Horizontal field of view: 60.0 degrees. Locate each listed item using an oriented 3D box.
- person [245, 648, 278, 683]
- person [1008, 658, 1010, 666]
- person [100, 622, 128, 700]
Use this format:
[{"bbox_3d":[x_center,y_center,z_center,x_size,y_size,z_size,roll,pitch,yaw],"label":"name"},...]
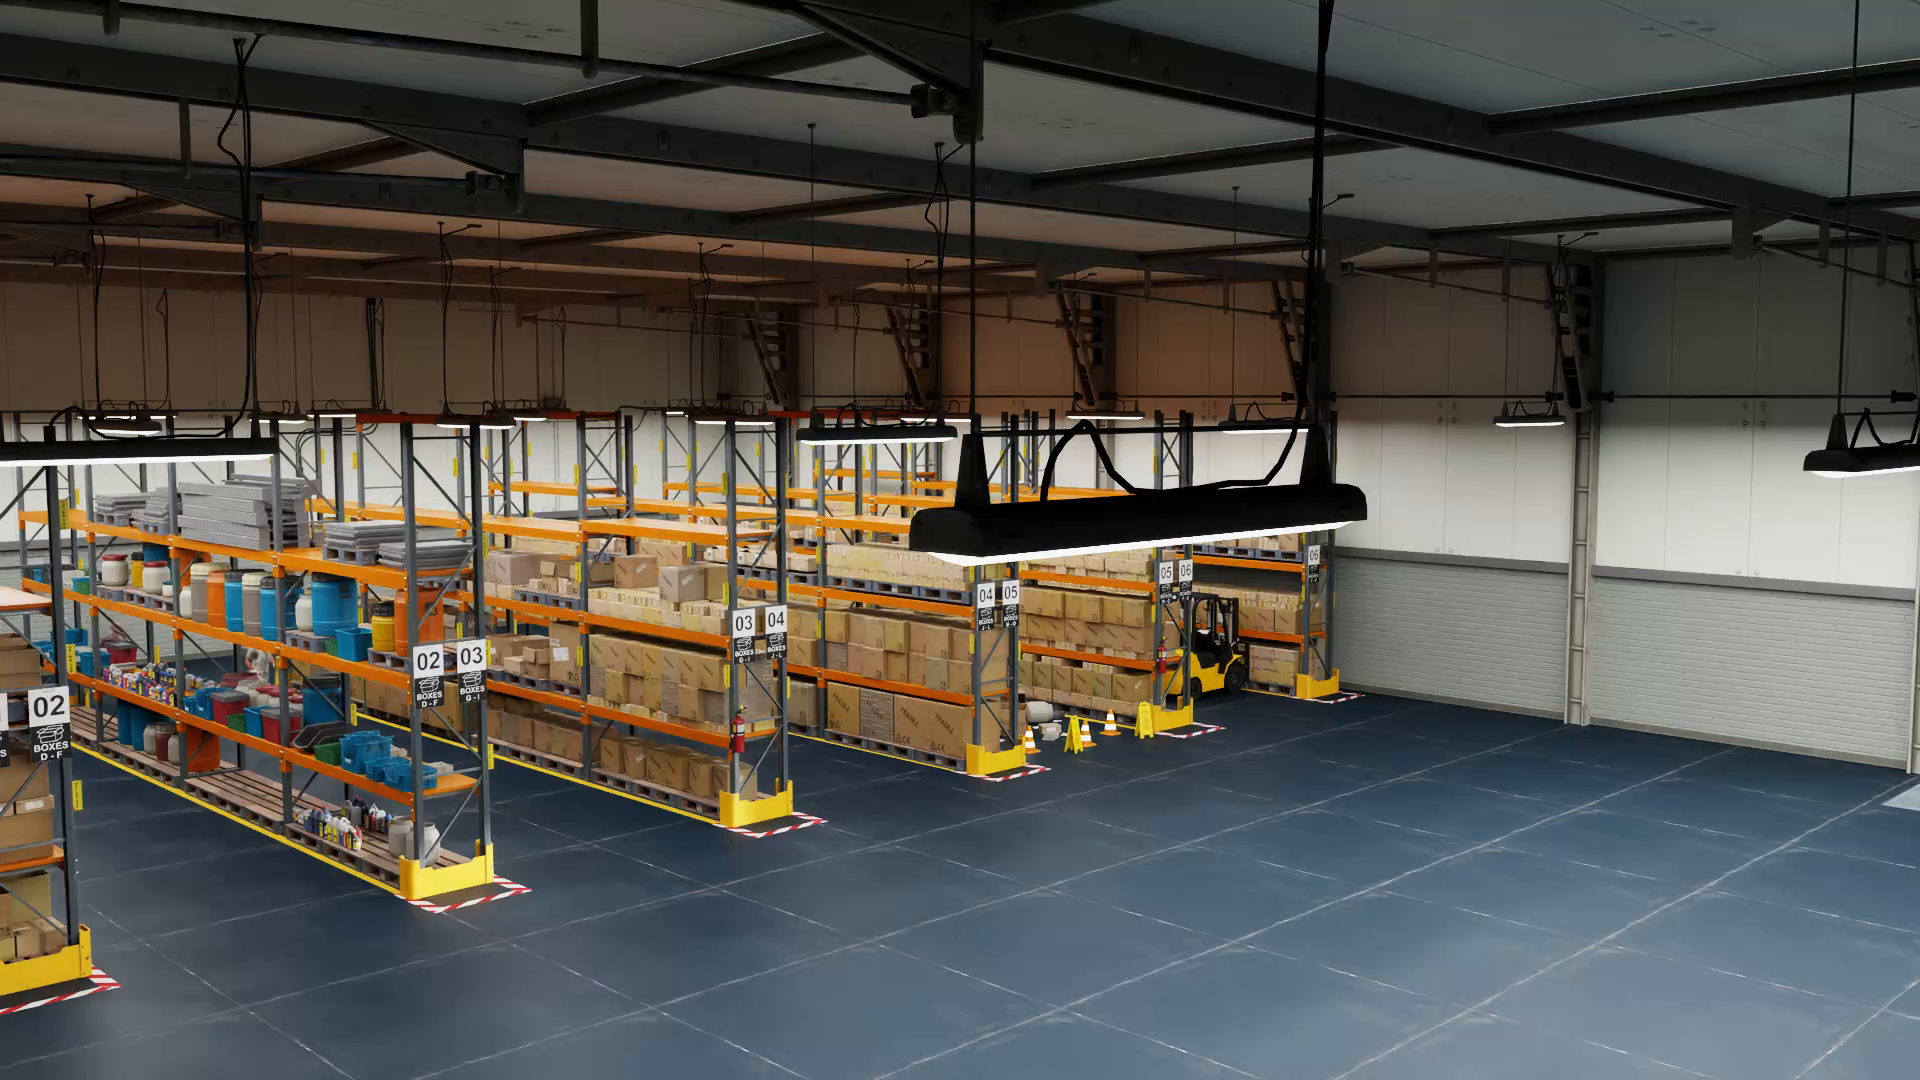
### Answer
[{"bbox_3d":[-13.908,2.633,32.926,0.874,1.694,0.657,2,5,23],"label":"person"},{"bbox_3d":[1.113,2.217,37.831,0.676,1.722,0.679,-4,6,-36],"label":"person"},{"bbox_3d":[-17.142,2.527,33.839,0.983,1.755,0.698,0,5,2],"label":"person"}]
